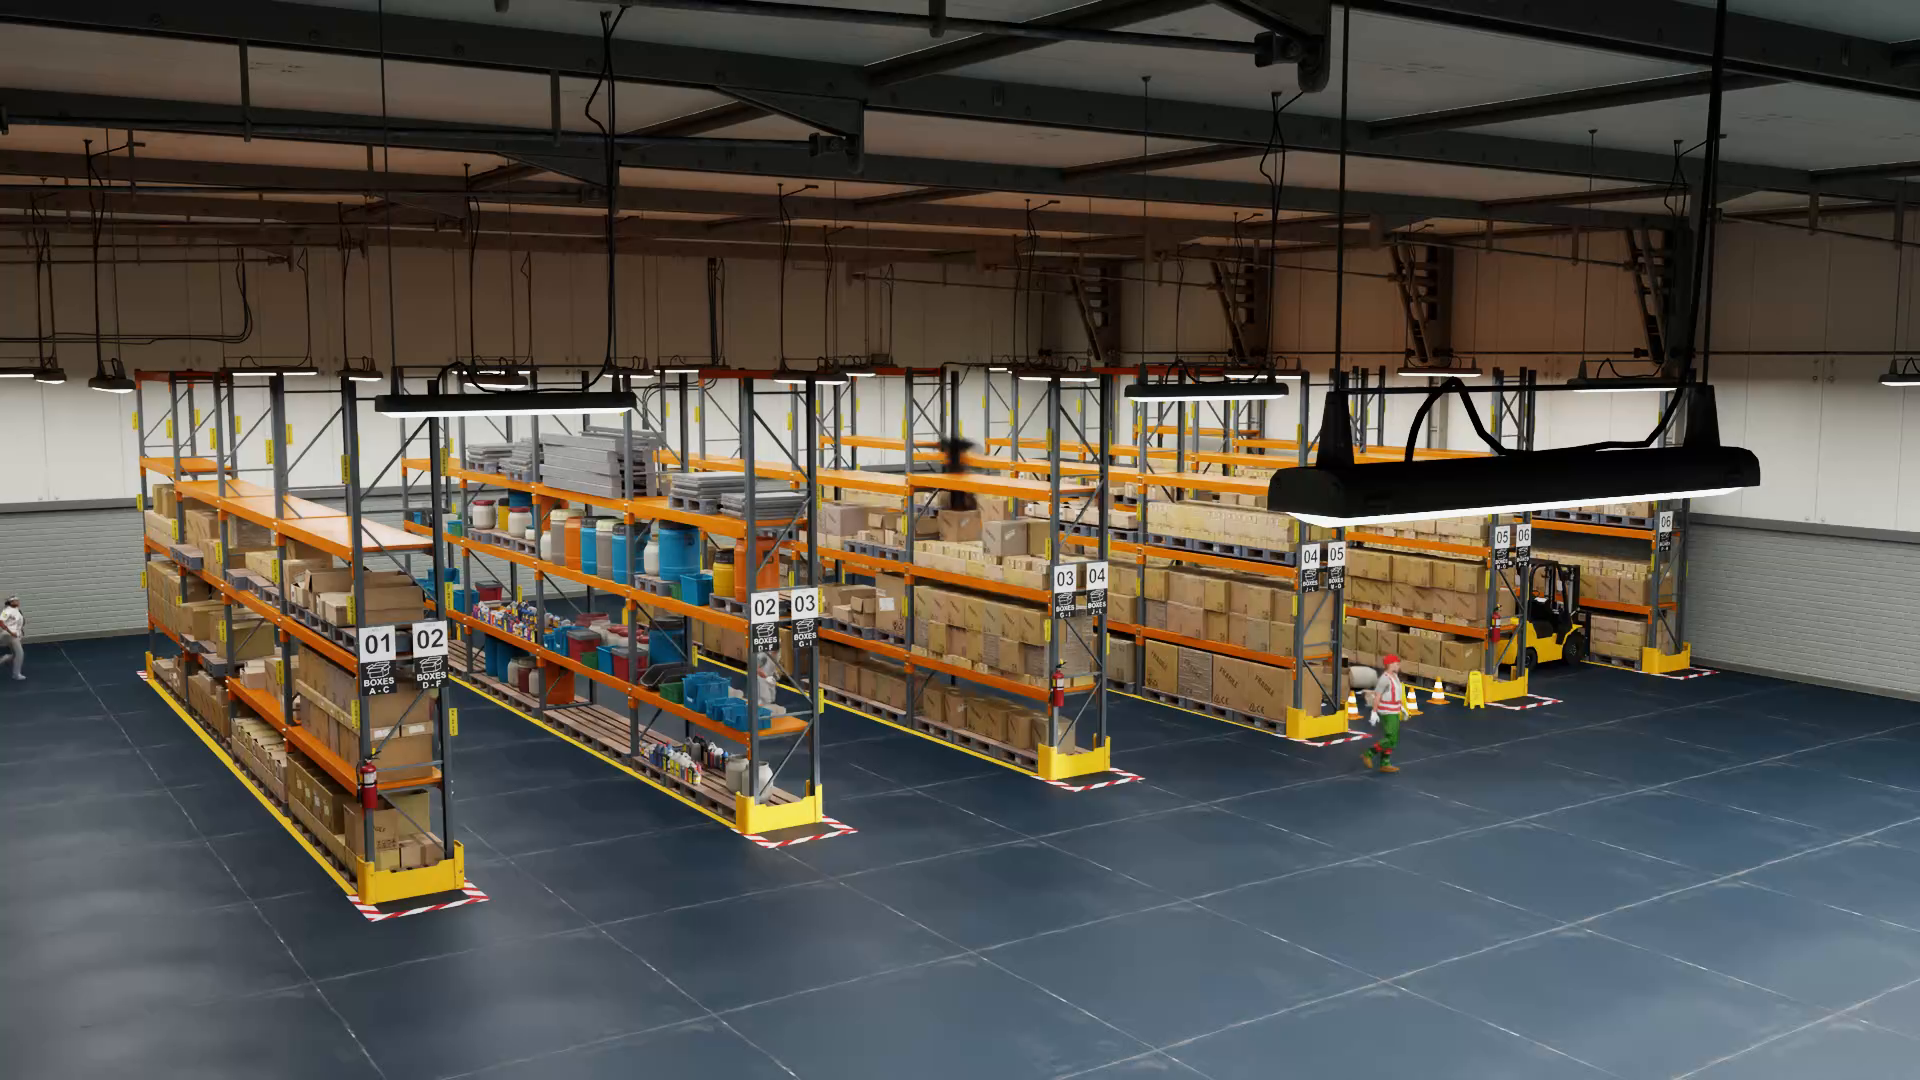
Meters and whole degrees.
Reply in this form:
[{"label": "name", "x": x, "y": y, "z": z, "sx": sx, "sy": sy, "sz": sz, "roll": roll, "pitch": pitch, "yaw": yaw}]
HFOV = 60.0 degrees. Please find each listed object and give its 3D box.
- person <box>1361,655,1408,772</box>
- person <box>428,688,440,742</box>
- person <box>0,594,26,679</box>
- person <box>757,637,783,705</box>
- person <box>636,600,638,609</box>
[{"label": "person", "x": 6.404, "y": 2.612, "z": 25.074, "sx": 0.603, "sy": 1.780, "sz": 0.644, "roll": 4, "pitch": 7, "yaw": 29}, {"label": "person", "x": -8.391, "y": 2.507, "z": 26.476, "sx": 0.529, "sy": 1.718, "sz": 0.839, "roll": -5, "pitch": 8, "yaw": -36}, {"label": "person", "x": -18.533, "y": 1.872, "z": 32.453, "sx": 0.652, "sy": 1.642, "sz": 0.644, "roll": -1, "pitch": 7, "yaw": -8}, {"label": "person", "x": -3.309, "y": 2.357, "z": 28.098, "sx": 0.928, "sy": 1.613, "sz": 0.634, "roll": 4, "pitch": 8, "yaw": 32}, {"label": "person", "x": -7.427, "y": 1.090, "z": 39.130, "sx": 0.927, "sy": 1.618, "sz": 0.518, "roll": 0, "pitch": 6, "yaw": -2}]
